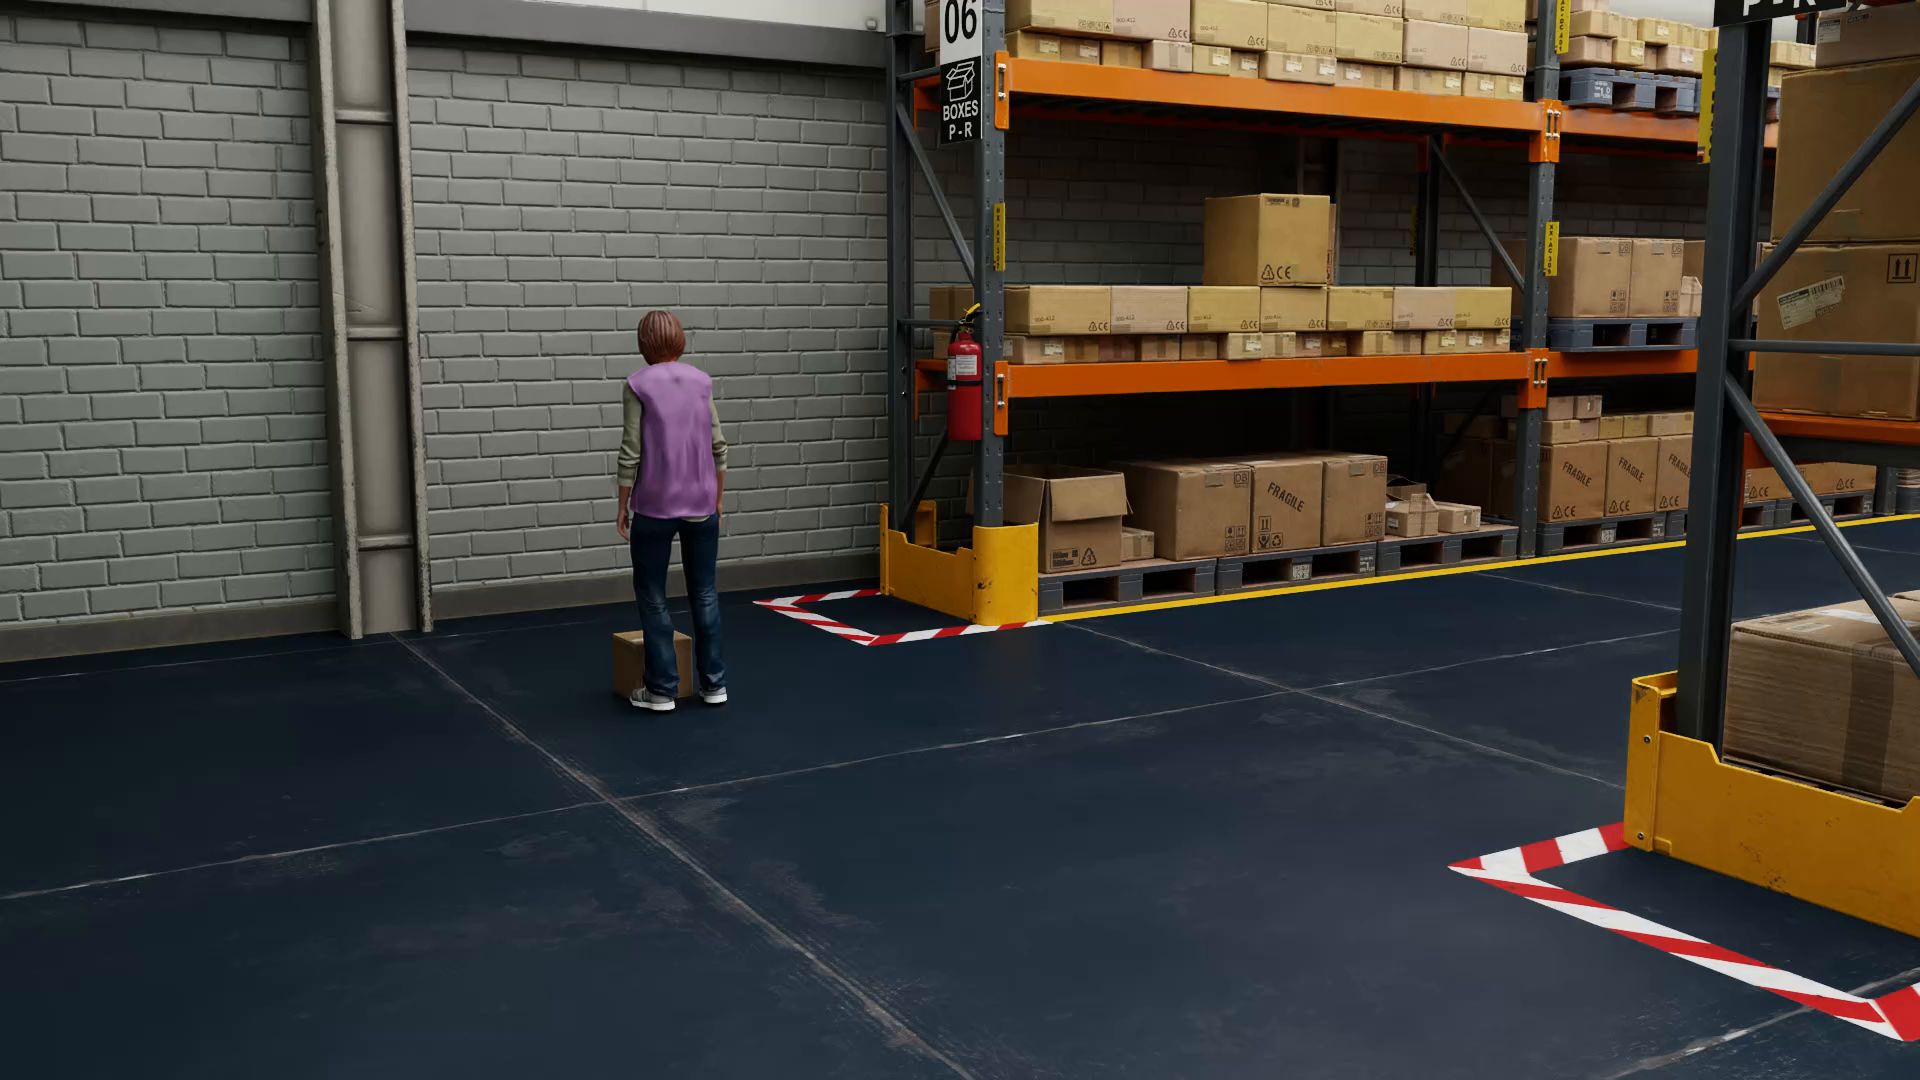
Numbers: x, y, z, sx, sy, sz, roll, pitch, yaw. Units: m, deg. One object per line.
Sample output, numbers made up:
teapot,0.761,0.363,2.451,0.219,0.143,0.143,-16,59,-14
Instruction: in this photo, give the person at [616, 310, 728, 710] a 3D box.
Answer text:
person,-1.147,-0.113,6.643,0.463,1.593,0.344,-5,10,-31
